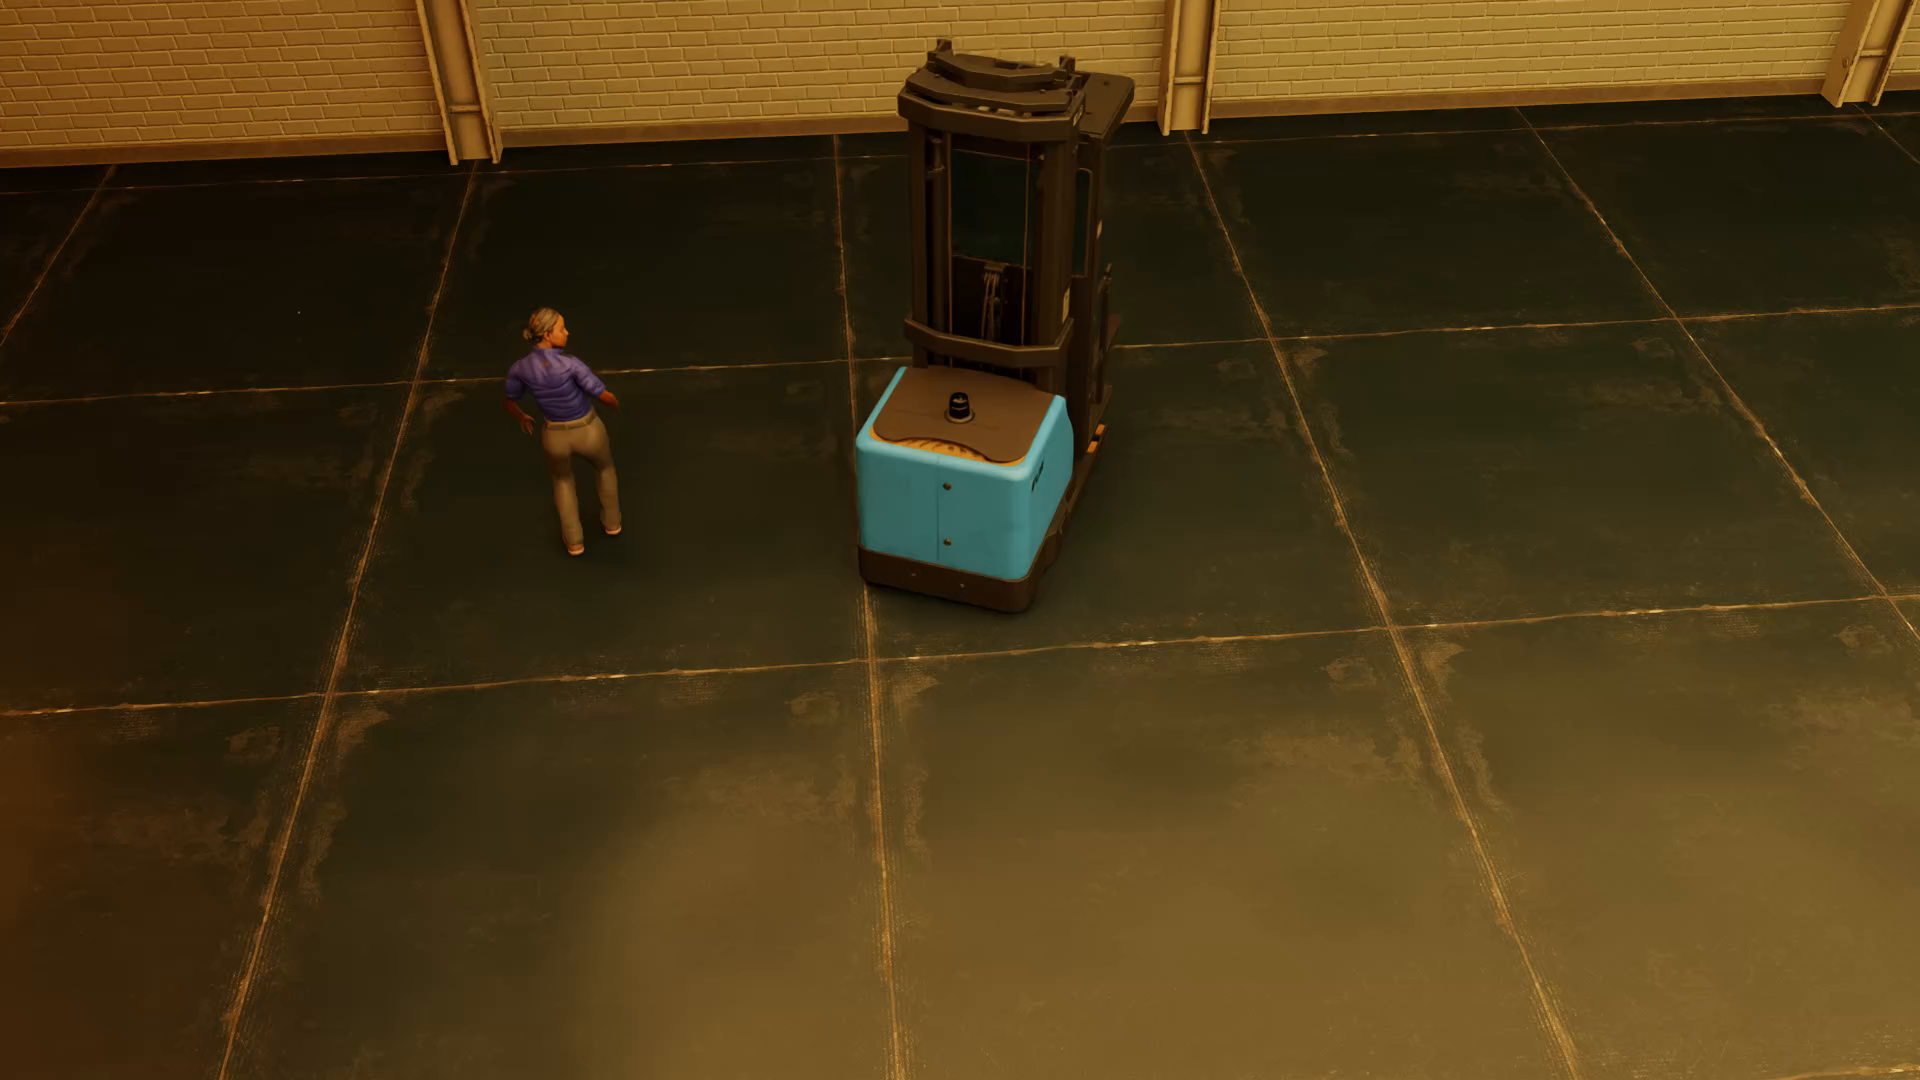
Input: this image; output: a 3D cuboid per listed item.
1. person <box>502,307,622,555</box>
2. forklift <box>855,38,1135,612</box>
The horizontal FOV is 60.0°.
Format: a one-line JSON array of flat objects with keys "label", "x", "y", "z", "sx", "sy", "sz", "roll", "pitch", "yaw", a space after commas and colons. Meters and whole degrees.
[{"label": "person", "x": -2.297, "y": -0.653, "z": 9.724, "sx": 0.655, "sy": 1.621, "sz": 0.463, "roll": -2, "pitch": 41, "yaw": -2}, {"label": "forklift", "x": 0.343, "y": -1.664, "z": 9.883, "sx": 1.130, "sy": 2.935, "sz": 3.031, "roll": 12, "pitch": 42, "yaw": 14}]
